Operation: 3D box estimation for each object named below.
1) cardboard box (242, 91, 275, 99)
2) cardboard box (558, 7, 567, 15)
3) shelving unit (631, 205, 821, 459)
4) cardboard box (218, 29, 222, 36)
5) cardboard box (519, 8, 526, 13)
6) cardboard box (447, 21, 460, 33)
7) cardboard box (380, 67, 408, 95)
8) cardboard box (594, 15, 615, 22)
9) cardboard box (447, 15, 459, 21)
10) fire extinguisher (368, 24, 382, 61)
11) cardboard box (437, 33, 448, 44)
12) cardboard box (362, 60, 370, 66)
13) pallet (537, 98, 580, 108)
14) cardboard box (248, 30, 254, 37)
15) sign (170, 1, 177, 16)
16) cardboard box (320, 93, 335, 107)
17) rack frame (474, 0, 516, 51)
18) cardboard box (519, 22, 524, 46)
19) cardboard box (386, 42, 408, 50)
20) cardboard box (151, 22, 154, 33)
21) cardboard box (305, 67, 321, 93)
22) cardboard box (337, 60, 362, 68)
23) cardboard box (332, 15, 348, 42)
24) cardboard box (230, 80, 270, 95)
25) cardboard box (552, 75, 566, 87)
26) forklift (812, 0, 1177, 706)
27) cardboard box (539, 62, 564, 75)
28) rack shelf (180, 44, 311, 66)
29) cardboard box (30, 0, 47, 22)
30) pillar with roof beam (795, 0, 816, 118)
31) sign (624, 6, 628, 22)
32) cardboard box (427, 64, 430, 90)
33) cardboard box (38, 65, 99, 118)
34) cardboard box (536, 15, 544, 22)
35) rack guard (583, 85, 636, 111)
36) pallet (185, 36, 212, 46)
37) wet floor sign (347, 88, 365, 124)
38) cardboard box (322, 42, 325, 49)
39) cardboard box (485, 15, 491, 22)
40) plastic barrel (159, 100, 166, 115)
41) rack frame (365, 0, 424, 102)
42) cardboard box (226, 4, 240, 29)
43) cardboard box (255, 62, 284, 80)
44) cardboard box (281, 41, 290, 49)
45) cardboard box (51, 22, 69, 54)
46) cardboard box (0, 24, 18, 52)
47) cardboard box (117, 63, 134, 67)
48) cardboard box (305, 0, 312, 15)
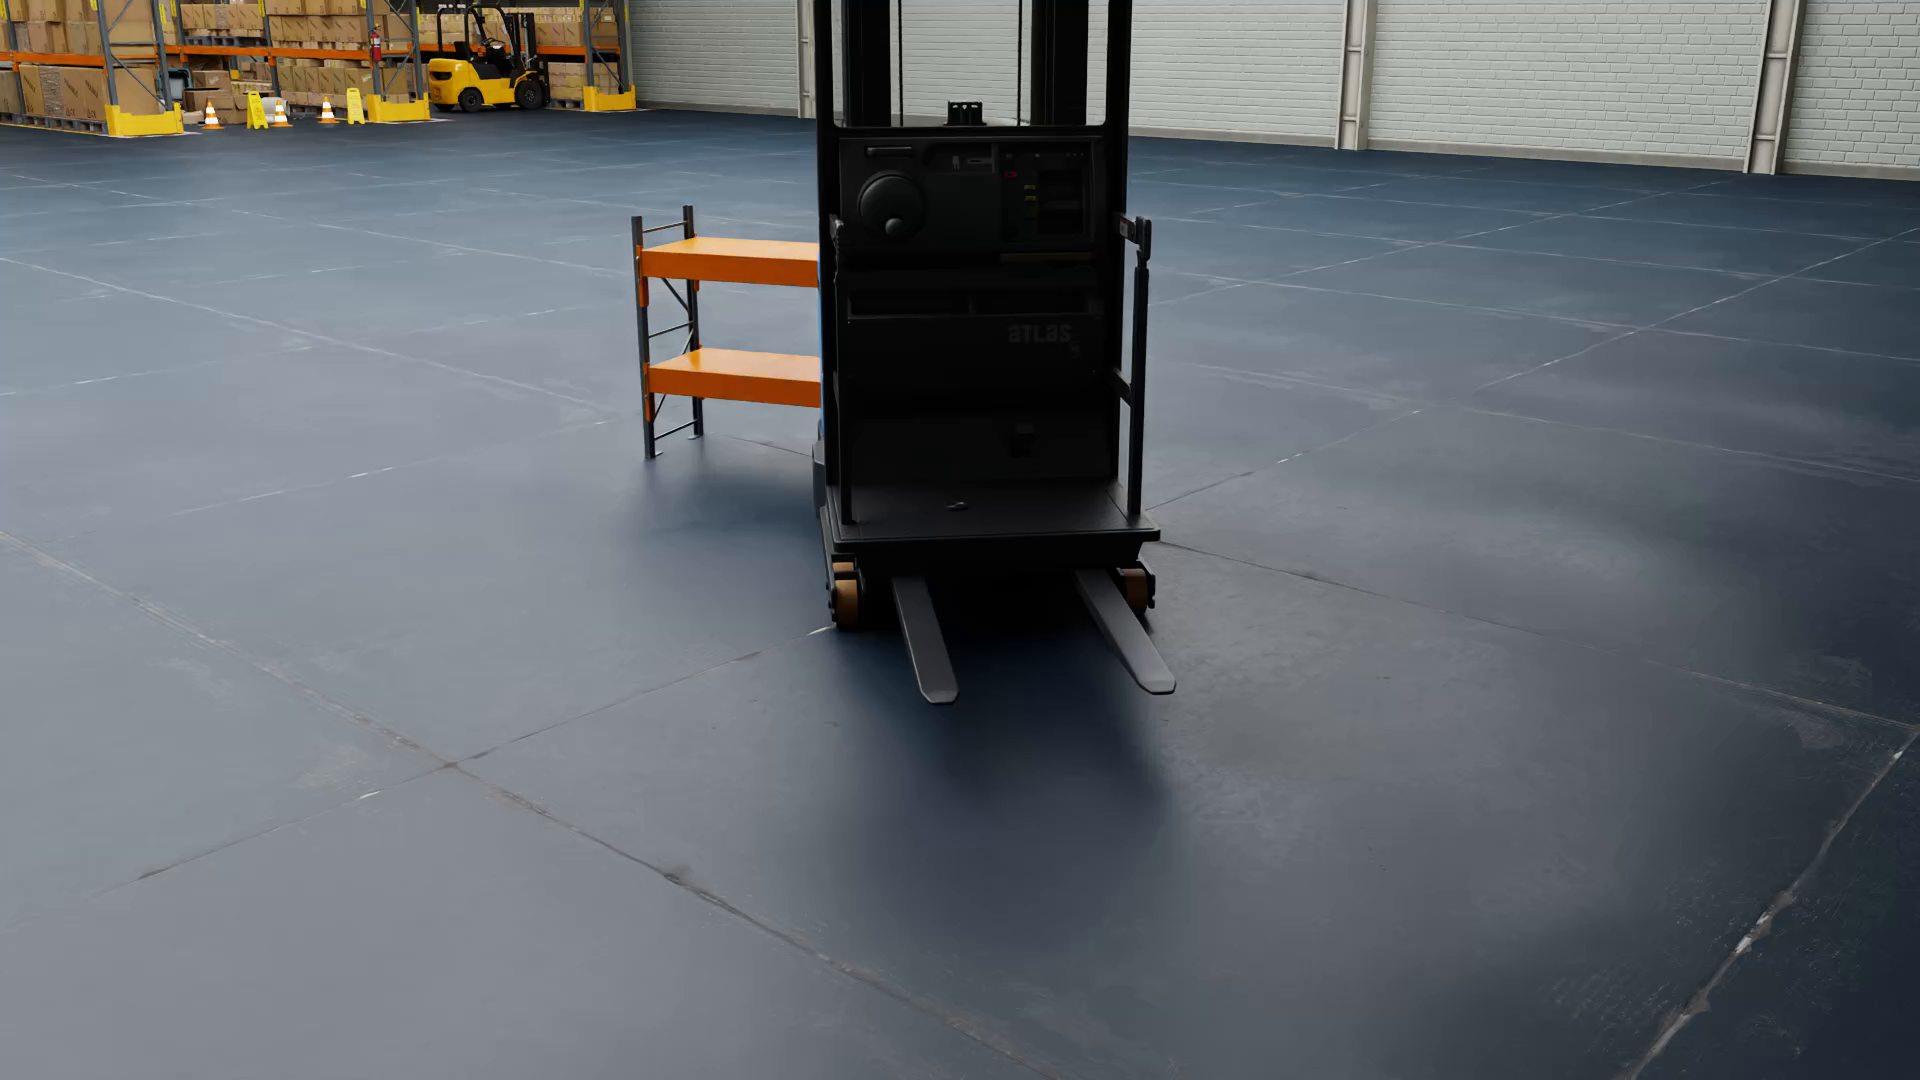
[{"bbox_3d":[-13.929,-8.669,33.097,0.500,0.500,0.500,-3,18,-8],"label":"cardboard box"},{"bbox_3d":[-8.370,-11.315,35.576,0.250,0.149,0.380,16,23,40],"label":"cardboard box"},{"bbox_3d":[-0.904,-0.935,7.699,1.048,1.125,0.538,7,19,20],"label":"shelving unit"},{"bbox_3d":[-15.674,-10.890,35.689,0.250,0.149,0.380,16,24,41],"label":"cardboard box"},{"bbox_3d":[-9.477,-11.633,36.579,0.250,0.149,0.380,15,23,39],"label":"cardboard box"},{"bbox_3d":[-11.461,-11.815,38.304,0.500,0.250,0.500,14,23,38],"label":"cardboard box"},{"bbox_3d":[-11.273,-9.055,32.798,0.500,0.500,0.500,14,22,37],"label":"cardboard box"},{"bbox_3d":[-7.625,-11.187,35.664,0.250,0.149,0.380,14,23,38],"label":"cardboard box"},{"bbox_3d":[-11.576,-12.013,38.268,0.250,0.149,0.380,14,22,38],"label":"cardboard box"},{"bbox_3d":[-11.055,-9.415,31.448,0.183,0.674,0.296,15,23,39],"label":"fire extinguisher"},{"bbox_3d":[-11.816,-11.683,38.714,0.500,0.250,0.500,15,23,40],"label":"cardboard box"},{"bbox_3d":[-14.624,-11.843,41.336,0.250,0.149,0.380,16,24,41],"label":"cardboard box"},{"bbox_3d":[-9.051,-9.763,37.026,1.213,0.211,1.003,15,23,39],"label":"pallet"},{"bbox_3d":[-14.581,-10.561,34.650,0.250,0.149,0.380,14,22,38],"label":"cardboard box"},{"bbox_3d":[-17.185,-11.611,36.325,0.005,0.325,0.100,15,23,39],"label":"sign"},{"bbox_3d":[-12.396,-8.780,33.169,0.500,0.250,0.500,14,22,37],"label":"cardboard box"},{"bbox_3d":[-10.535,-11.506,37.908,0.127,3.000,1.000,15,23,39],"label":"rack frame"},{"bbox_3d":[-9.596,-11.203,36.789,0.500,0.500,0.500,15,23,39],"label":"cardboard box"},{"bbox_3d":[-10.952,-9.575,32.237,0.250,0.149,0.380,15,23,39],"label":"cardboard box"},{"bbox_3d":[-18.132,-11.592,37.602,0.500,0.250,0.500,14,23,38],"label":"cardboard box"},{"bbox_3d":[-12.770,-9.241,33.381,0.500,0.500,0.500,17,24,42],"label":"cardboard box"},{"bbox_3d":[-11.927,-9.296,32.483,0.250,0.149,0.380,16,24,41],"label":"cardboard box"},{"bbox_3d":[-11.795,-9.917,32.244,0.500,0.500,0.500,15,23,39],"label":"cardboard box"},{"bbox_3d":[-15.282,-9.718,35.923,0.625,0.372,0.950,16,24,41],"label":"cardboard box"},{"bbox_3d":[-8.483,-9.961,36.065,0.500,0.250,0.500,15,23,39],"label":"cardboard box"},{"bbox_3d":[0.074,-1.210,5.579,1.130,2.935,3.031,-2,18,-7],"label":"forklift"},{"bbox_3d":[-8.864,-10.291,36.279,0.500,0.250,0.500,15,23,40],"label":"cardboard box"},{"bbox_3d":[-15.323,-10.441,35.742,4.000,0.370,1.077,15,23,39],"label":"rack shelf"},{"bbox_3d":[-15.983,-9.523,29.626,0.550,0.550,0.875,15,23,39],"label":"cardboard box"},{"bbox_3d":[-5.836,-11.727,28.688,0.400,9.000,9.100,15,23,39],"label":"pillar with roof beam"},{"bbox_3d":[-7.170,-11.278,35.627,0.005,0.325,0.100,15,23,39],"label":"sign"},{"bbox_3d":[-12.072,-10.985,39.497,0.625,0.625,0.875,14,22,37],"label":"cardboard box"},{"bbox_3d":[-15.936,-8.107,30.017,0.875,0.875,0.875,15,23,40],"label":"cardboard box"},{"bbox_3d":[-8.964,-11.318,36.078,0.250,0.149,0.380,15,23,40],"label":"cardboard box"},{"bbox_3d":[-7.525,-9.507,35.741,0.348,0.500,1.175,15,23,39],"label":"rack guard"},{"bbox_3d":[-16.215,-10.975,36.552,1.003,0.211,1.213,15,23,39],"label":"pallet"},{"bbox_3d":[-11.403,-8.177,31.310,0.267,0.644,0.232,-9,20,-27],"label":"wet floor sign"},{"bbox_3d":[-12.387,-9.798,32.940,0.250,0.149,0.380,15,23,39],"label":"cardboard box"},{"bbox_3d":[-10.471,-11.739,37.406,0.250,0.149,0.380,15,23,38],"label":"cardboard box"},{"bbox_3d":[-15.170,-8.133,31.540,0.512,0.421,0.421,-3,18,-8],"label":"plastic barrel"},{"bbox_3d":[-10.835,-9.579,31.837,0.127,3.000,1.000,15,23,39],"label":"rack frame"},{"bbox_3d":[-15.078,-11.017,35.016,0.500,0.500,0.500,16,24,41],"label":"cardboard box"},{"bbox_3d":[-18.502,-12.600,44.792,0.500,0.500,0.700,16,24,41],"label":"cardboard box"},{"bbox_3d":[-13.581,-10.088,33.855,0.250,0.149,0.380,16,24,41],"label":"cardboard box"},{"bbox_3d":[-15.538,-8.918,29.506,0.500,0.550,0.875,15,23,39],"label":"cardboard box"},{"bbox_3d":[-17.605,-9.334,30.899,0.500,0.500,0.500,15,23,39],"label":"cardboard box"},{"bbox_3d":[-19.294,-11.070,39.352,0.875,0.875,0.875,16,24,41],"label":"cardboard box"},{"bbox_3d":[-12.466,-10.612,32.782,0.500,0.500,0.700,15,23,39],"label":"cardboard box"}]
